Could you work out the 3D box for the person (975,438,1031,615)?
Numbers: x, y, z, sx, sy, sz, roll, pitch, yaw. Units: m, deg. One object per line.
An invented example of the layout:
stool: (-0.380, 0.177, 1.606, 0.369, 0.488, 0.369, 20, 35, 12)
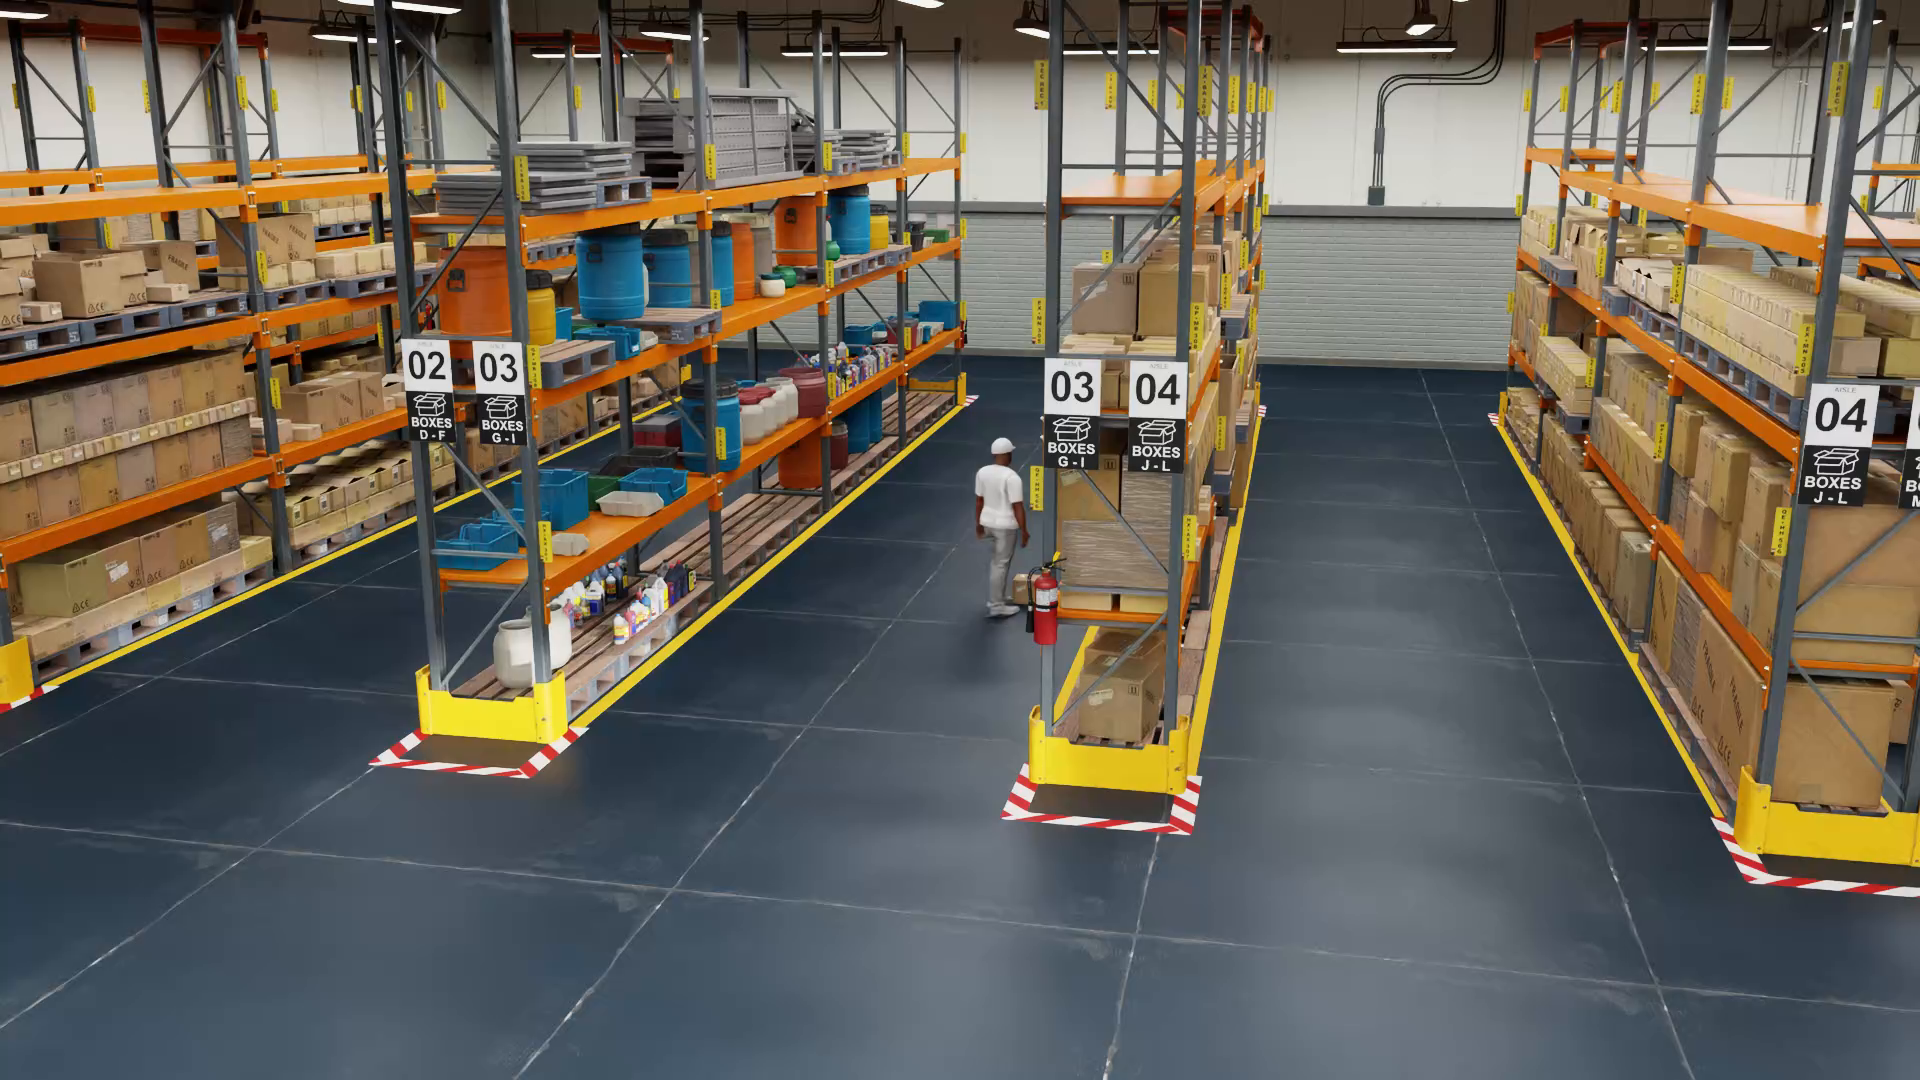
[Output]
person: (0.481, -0.148, 16.502, 0.545, 1.766, 0.610, -12, 19, -38)
